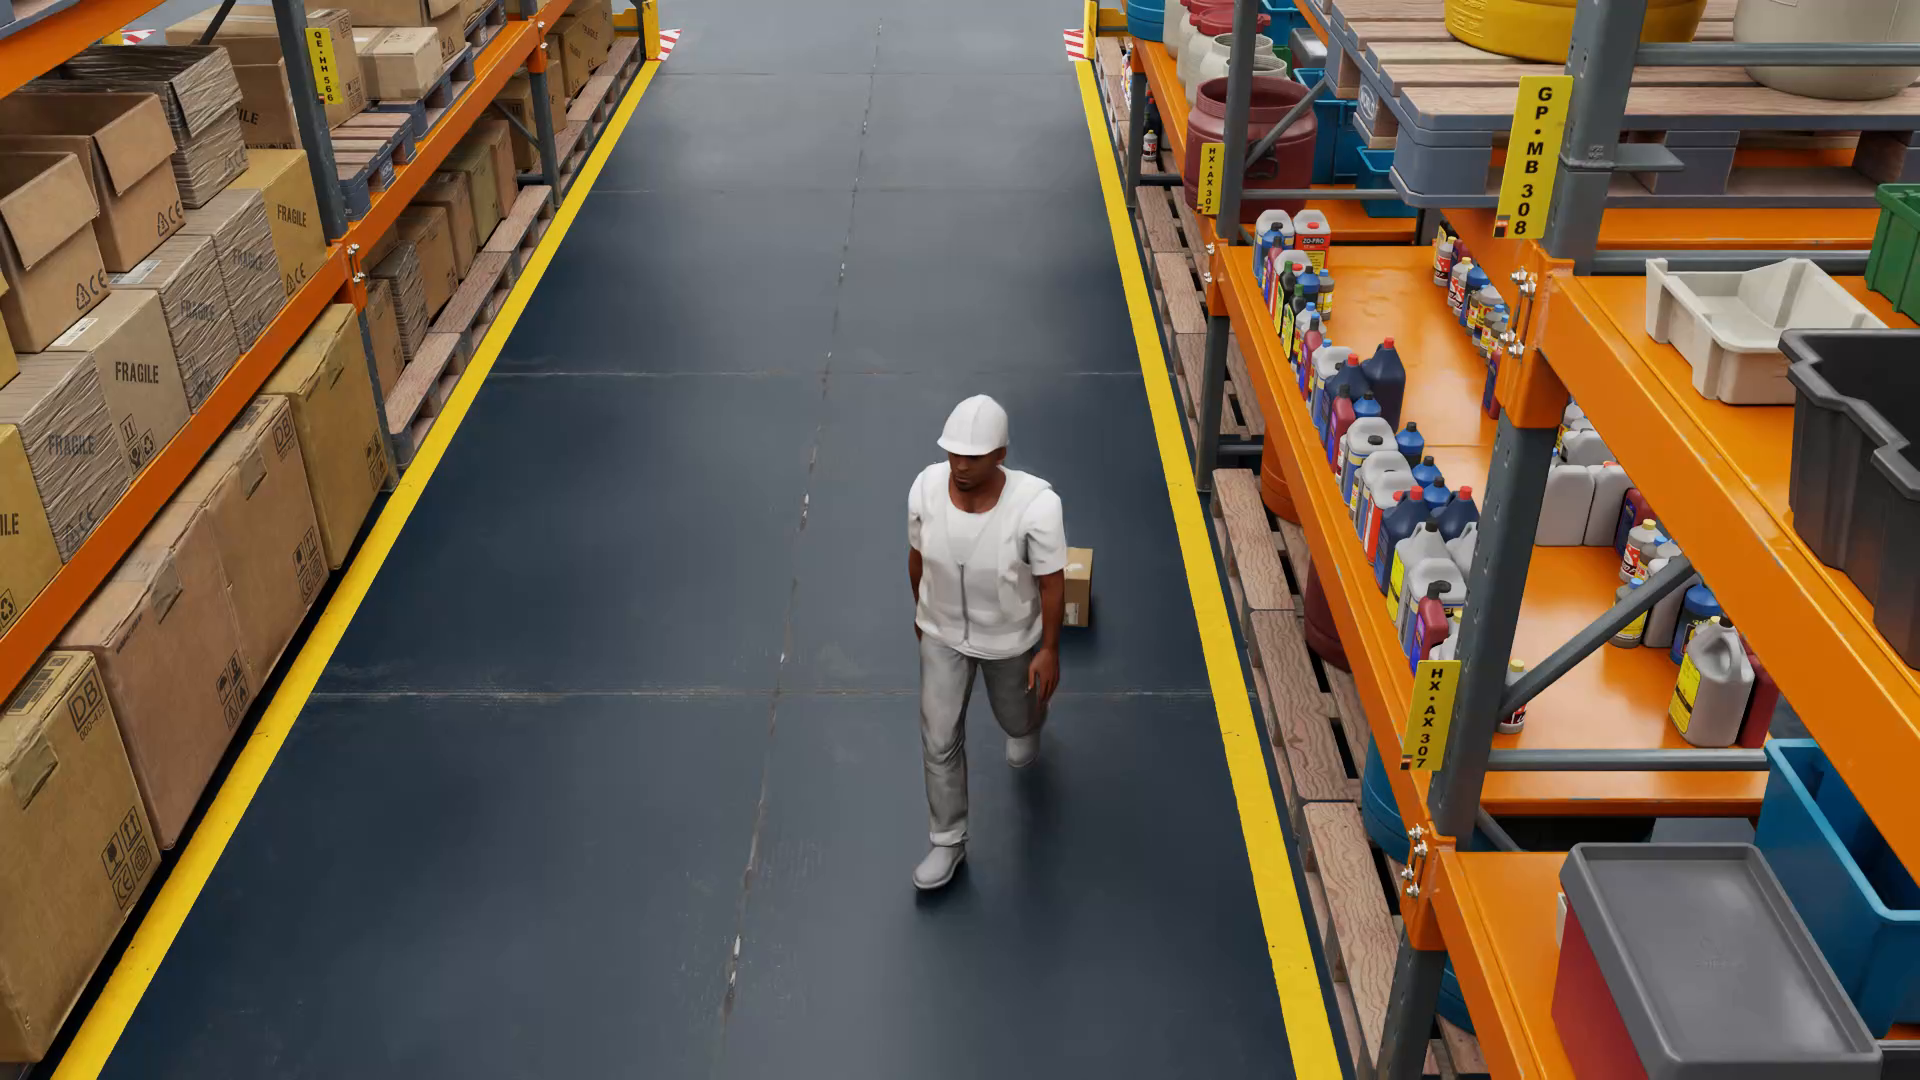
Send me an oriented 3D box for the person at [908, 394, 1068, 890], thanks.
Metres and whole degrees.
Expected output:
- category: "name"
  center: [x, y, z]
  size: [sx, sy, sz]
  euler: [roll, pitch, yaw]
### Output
- category: "person"
  center: [0.088, 0.281, 5.658]
  size: [0.573, 1.734, 0.983]
  euler: [9, 32, 14]
